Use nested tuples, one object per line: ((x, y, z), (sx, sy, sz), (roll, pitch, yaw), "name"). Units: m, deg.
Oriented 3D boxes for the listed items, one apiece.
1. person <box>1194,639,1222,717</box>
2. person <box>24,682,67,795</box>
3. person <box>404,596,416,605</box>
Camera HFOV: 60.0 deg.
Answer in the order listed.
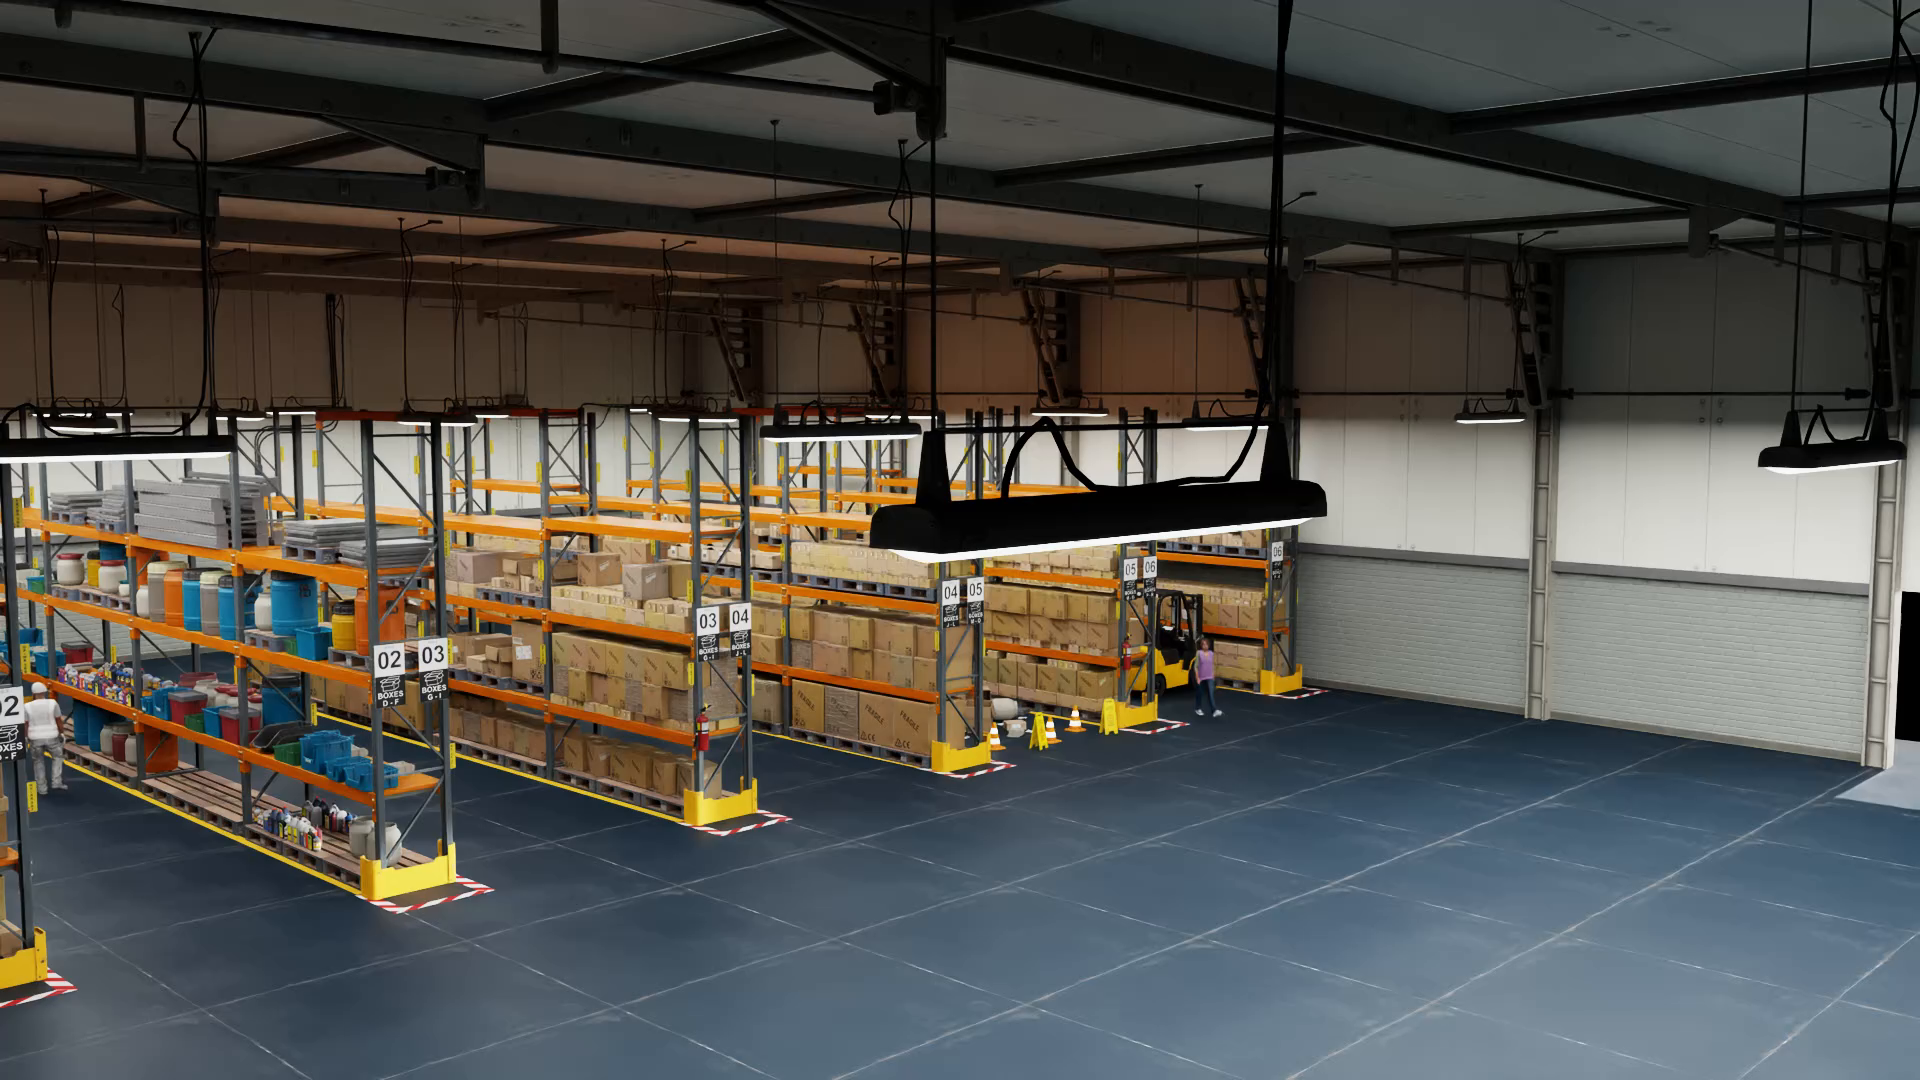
((4.772, 2.689, 32.248), (0.446, 1.546, 0.978), (0, 5, -4), "person")
((-14.430, 3.128, 26.187), (0.599, 1.780, 0.527), (-3, 6, -27), "person")
((-12.998, 2.010, 38.896), (0.555, 1.702, 1.058), (-1, 5, -11), "person")
